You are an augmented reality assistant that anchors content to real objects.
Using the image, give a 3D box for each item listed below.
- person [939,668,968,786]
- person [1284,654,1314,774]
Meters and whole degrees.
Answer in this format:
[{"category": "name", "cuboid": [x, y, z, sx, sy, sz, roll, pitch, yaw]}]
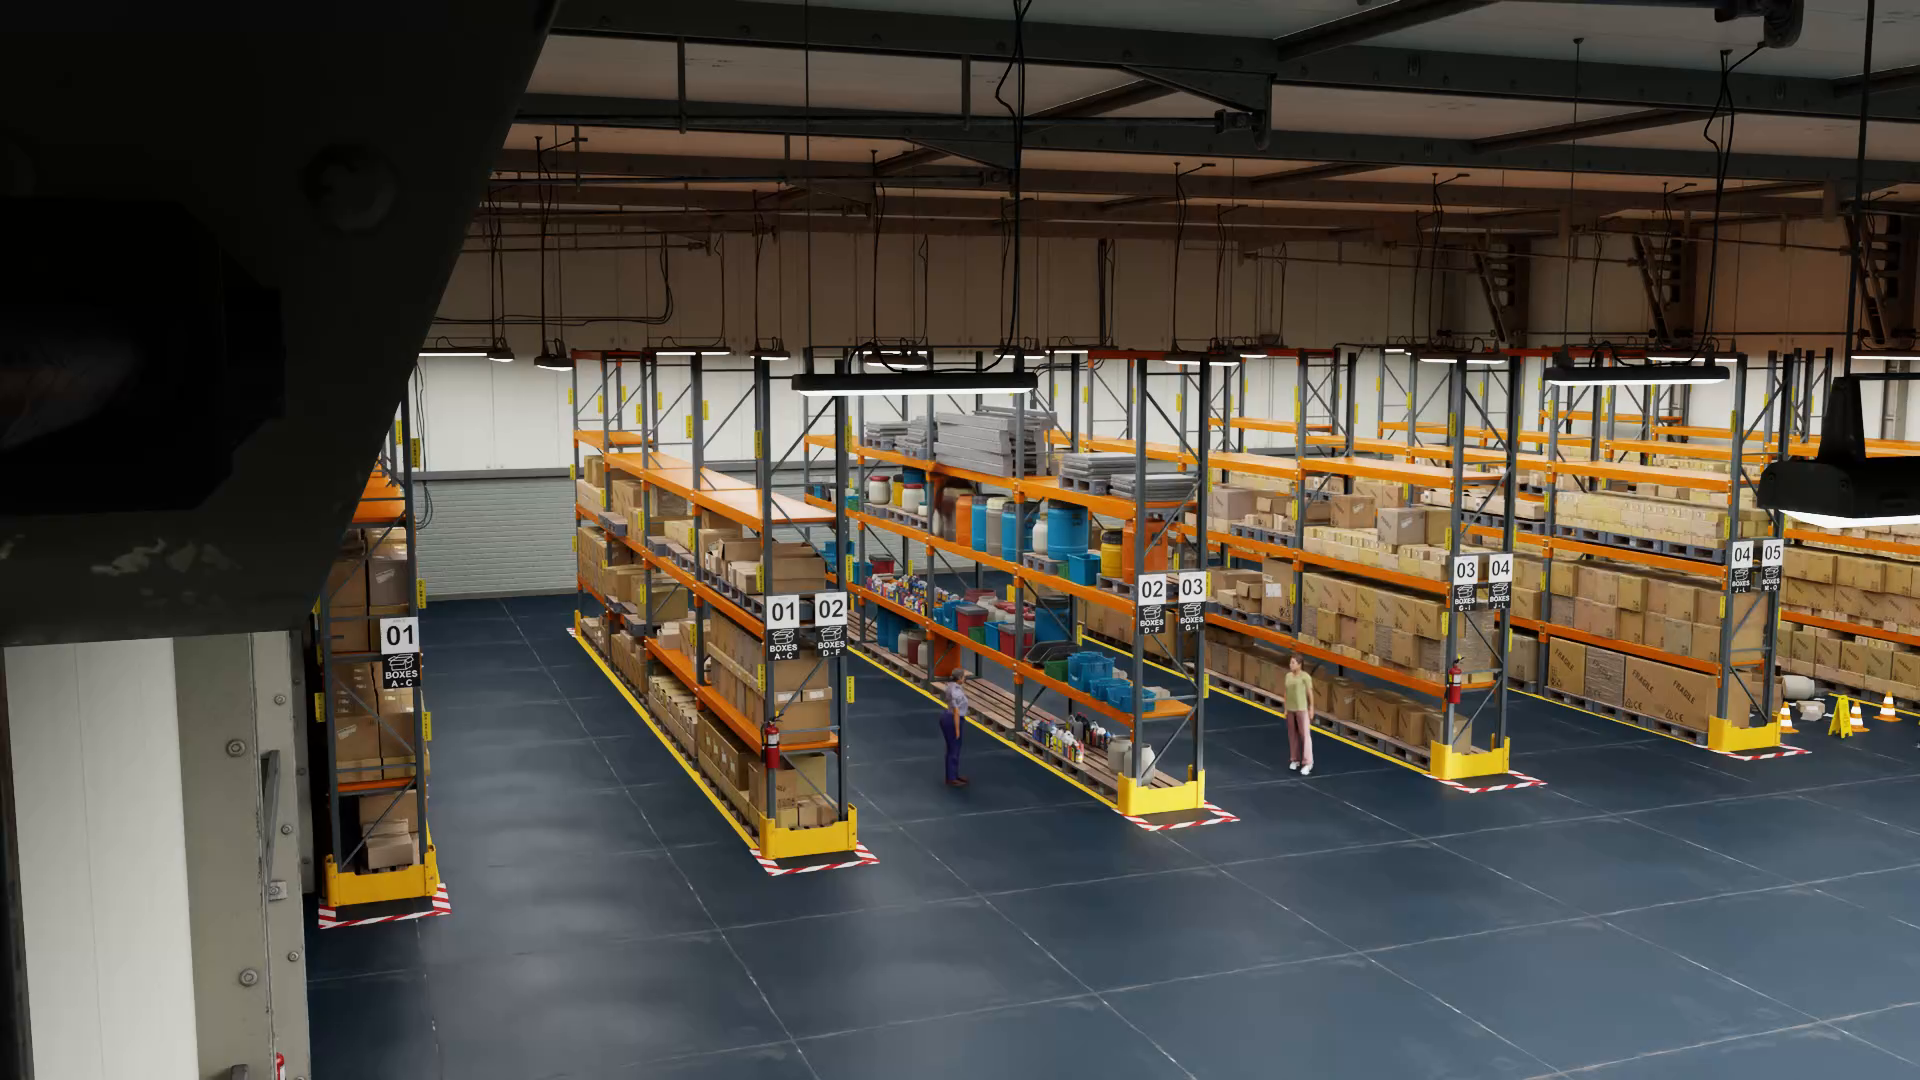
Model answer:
[{"category": "person", "cuboid": [-0.083, 2.616, 23.399, 0.382, 1.666, 0.508, -1, 7, -11]}, {"category": "person", "cuboid": [4.914, 2.505, 24.180, 0.465, 1.683, 0.590, -6, 10, -42]}]
